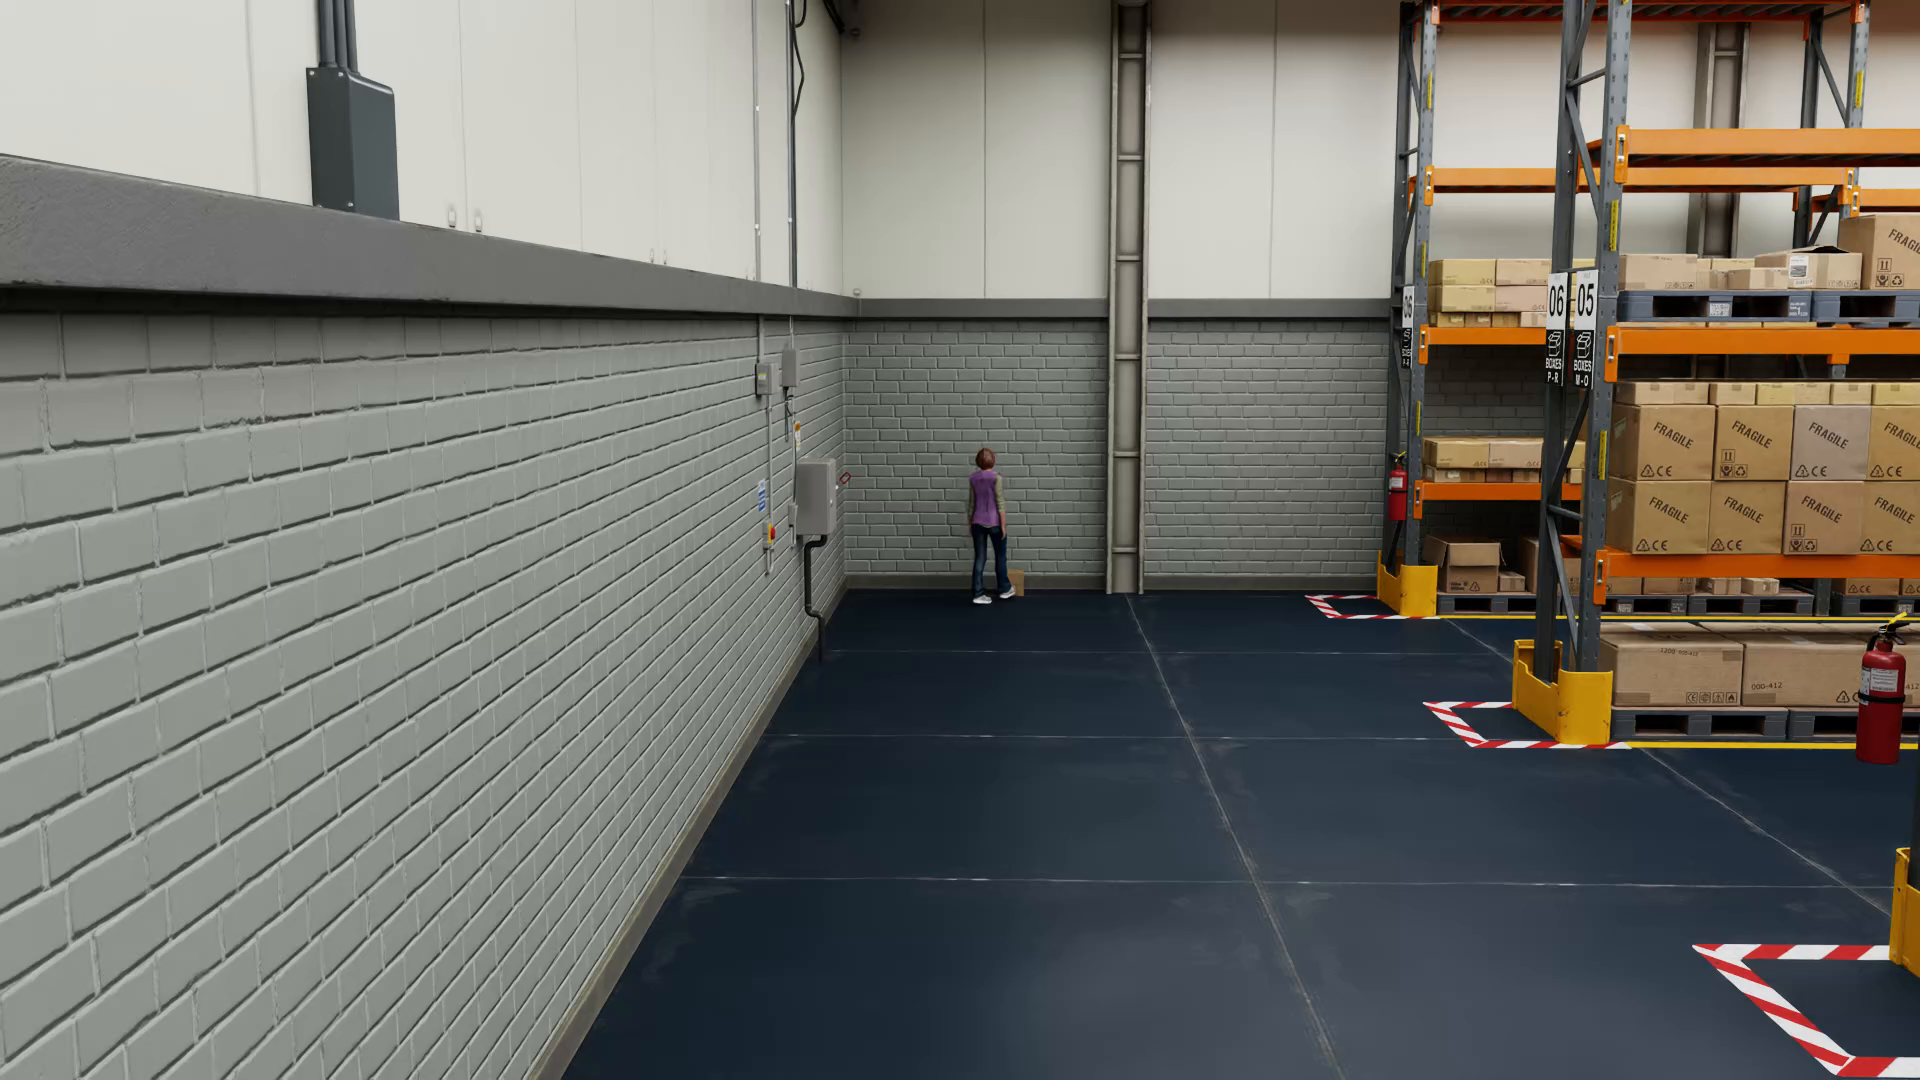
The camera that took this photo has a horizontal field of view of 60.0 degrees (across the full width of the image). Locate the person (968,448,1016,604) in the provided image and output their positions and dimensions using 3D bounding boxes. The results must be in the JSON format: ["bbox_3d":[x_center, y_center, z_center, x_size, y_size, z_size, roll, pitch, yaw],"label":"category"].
[{"bbox_3d":[0.323,-0.150,17.004,0.438,1.571,0.724,4,8,26],"label":"person"}]
